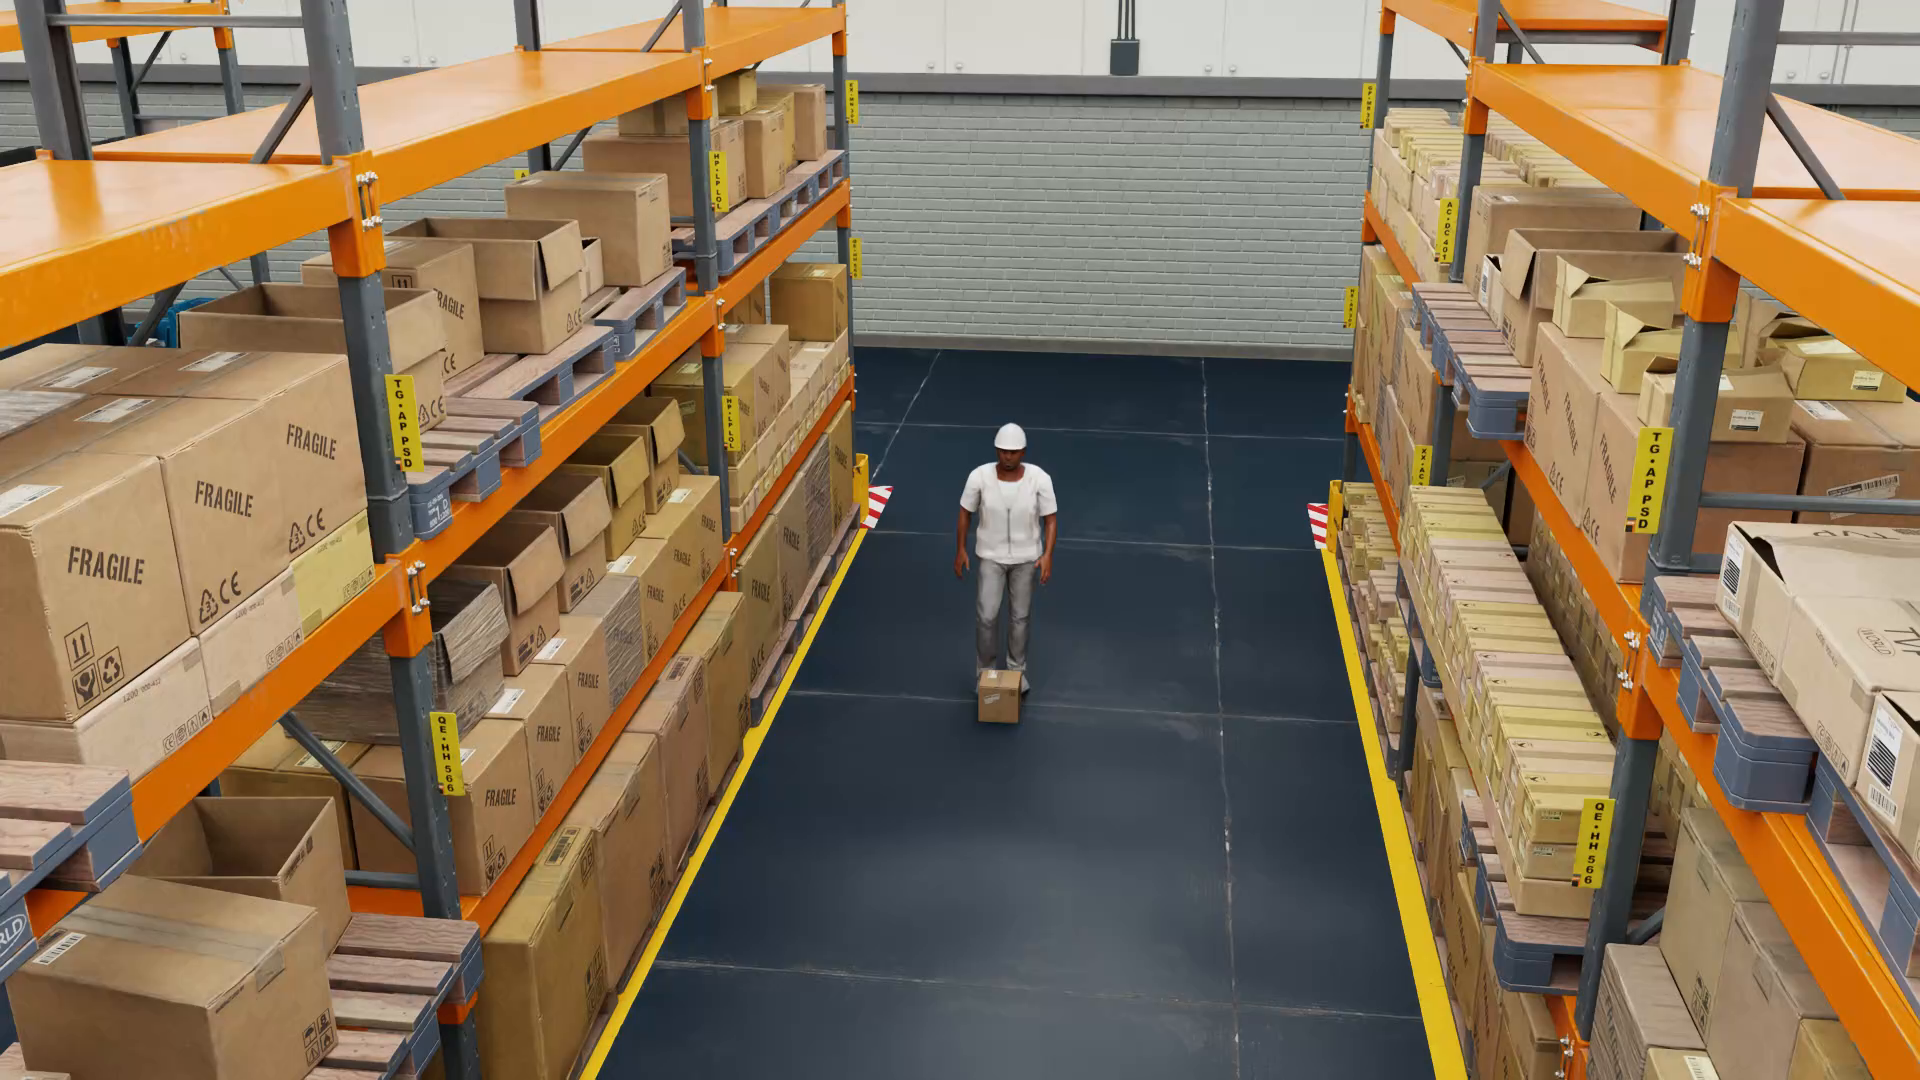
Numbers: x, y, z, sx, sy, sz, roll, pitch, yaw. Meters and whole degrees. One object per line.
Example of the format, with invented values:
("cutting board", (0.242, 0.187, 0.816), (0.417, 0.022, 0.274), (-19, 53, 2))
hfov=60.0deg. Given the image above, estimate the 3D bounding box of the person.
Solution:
("person", (0.295, 0.165, 10.730), (0.661, 1.853, 0.468), (-1, 21, -2))
